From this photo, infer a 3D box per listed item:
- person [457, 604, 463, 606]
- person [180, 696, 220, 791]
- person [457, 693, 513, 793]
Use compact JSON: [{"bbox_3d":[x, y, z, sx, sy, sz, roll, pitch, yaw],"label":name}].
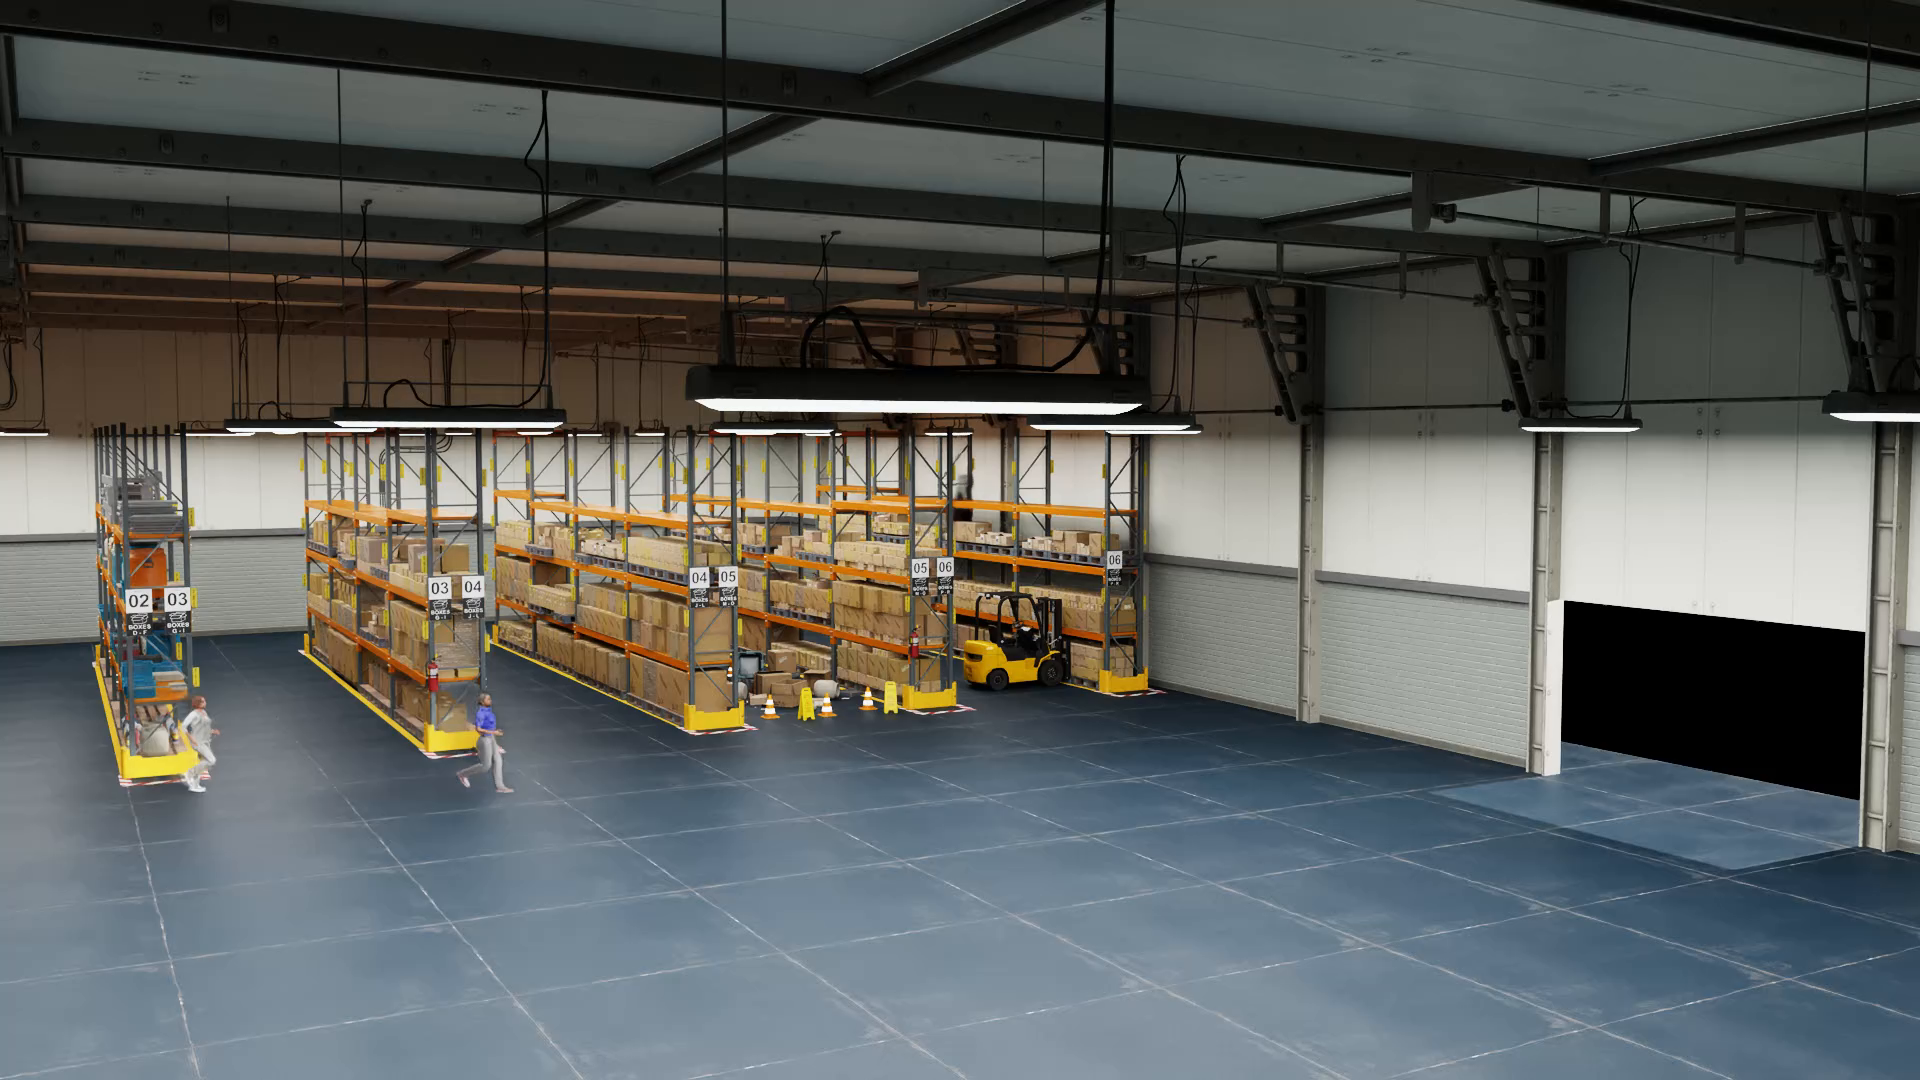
[{"bbox_3d":[-14.429,2.064,47.112,0.864,1.588,0.755,-3,5,-43],"label":"person"},{"bbox_3d":[-12.291,3.307,27.000,0.533,1.559,0.525,0,3,-1],"label":"person"},{"bbox_3d":[-7.647,3.271,26.788,0.887,1.632,0.581,0,3,-1],"label":"person"}]
